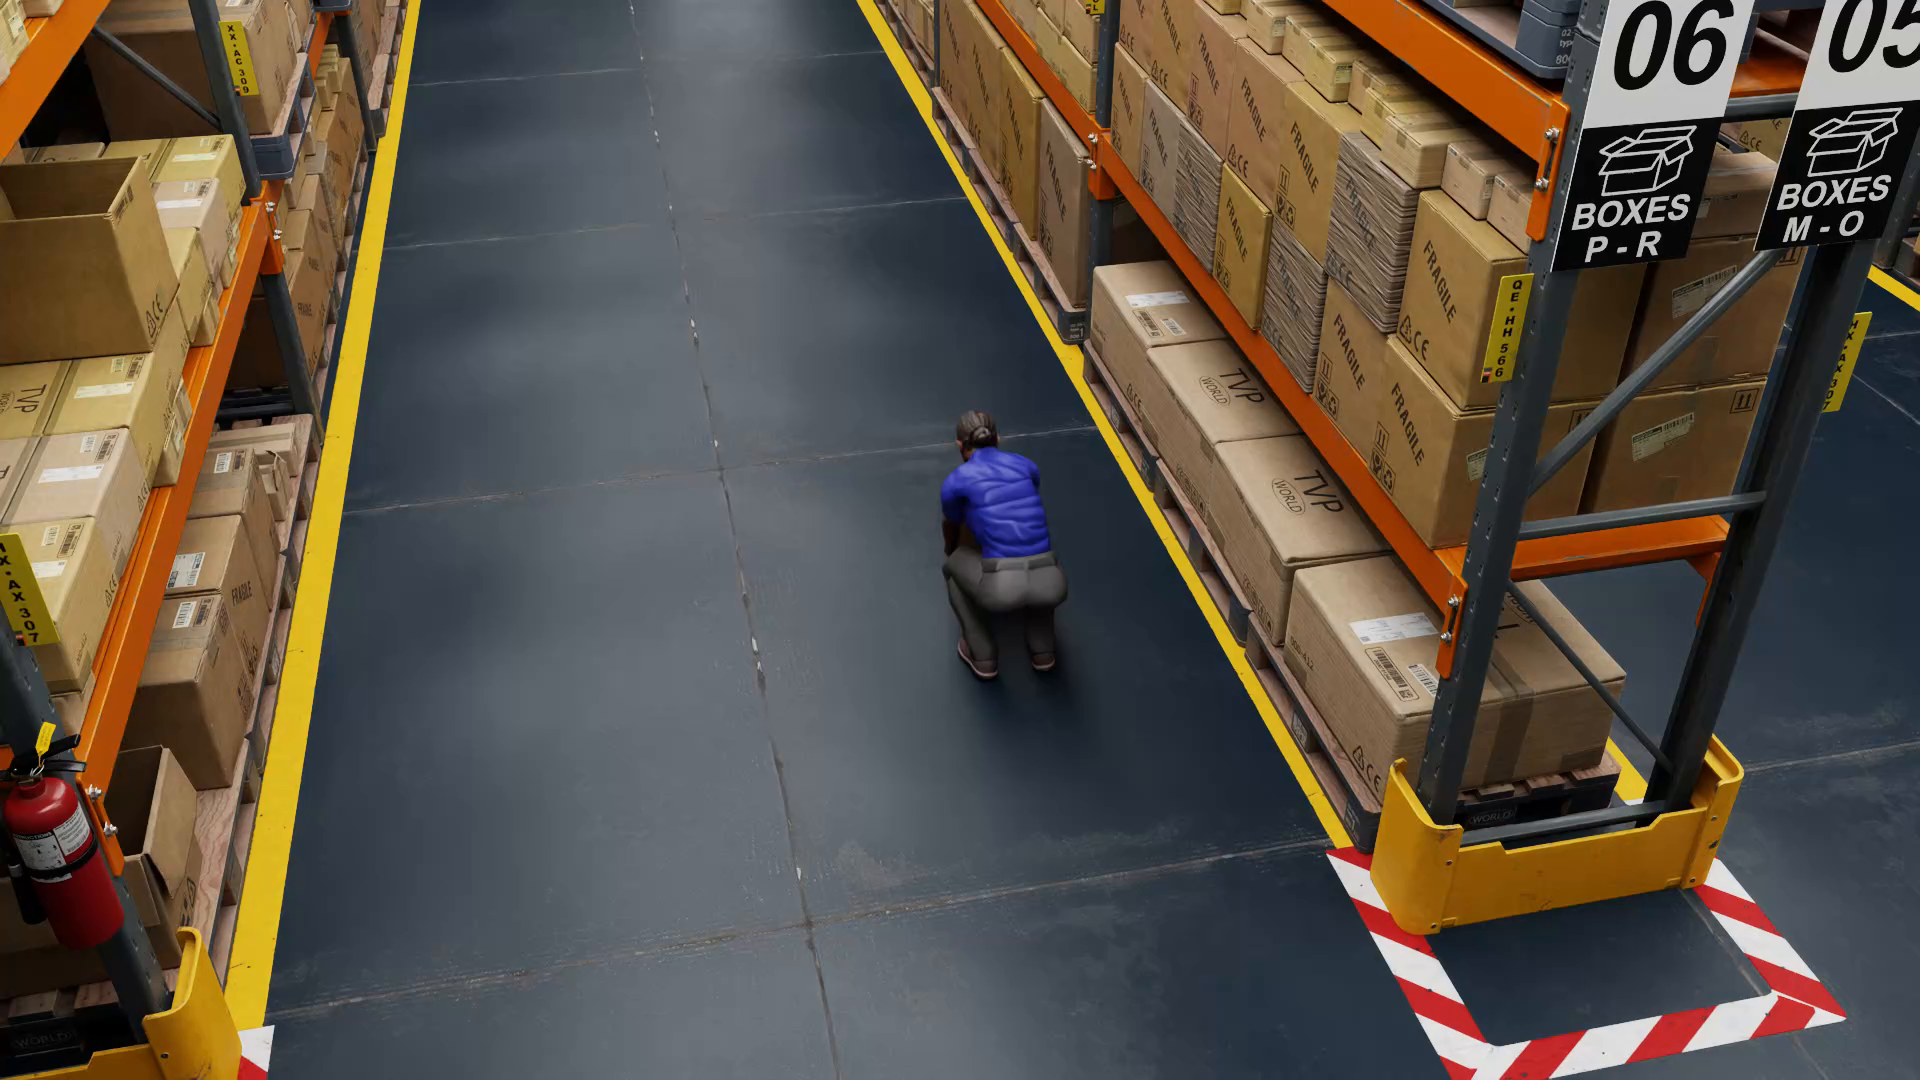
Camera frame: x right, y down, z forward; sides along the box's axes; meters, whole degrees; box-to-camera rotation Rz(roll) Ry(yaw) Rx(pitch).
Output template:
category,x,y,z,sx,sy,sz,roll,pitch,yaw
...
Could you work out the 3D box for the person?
category,x,y,z,sx,sy,sz,roll,pitch,yaw
person,0.165,0.015,6.770,0.461,0.943,0.851,-7,35,-10
